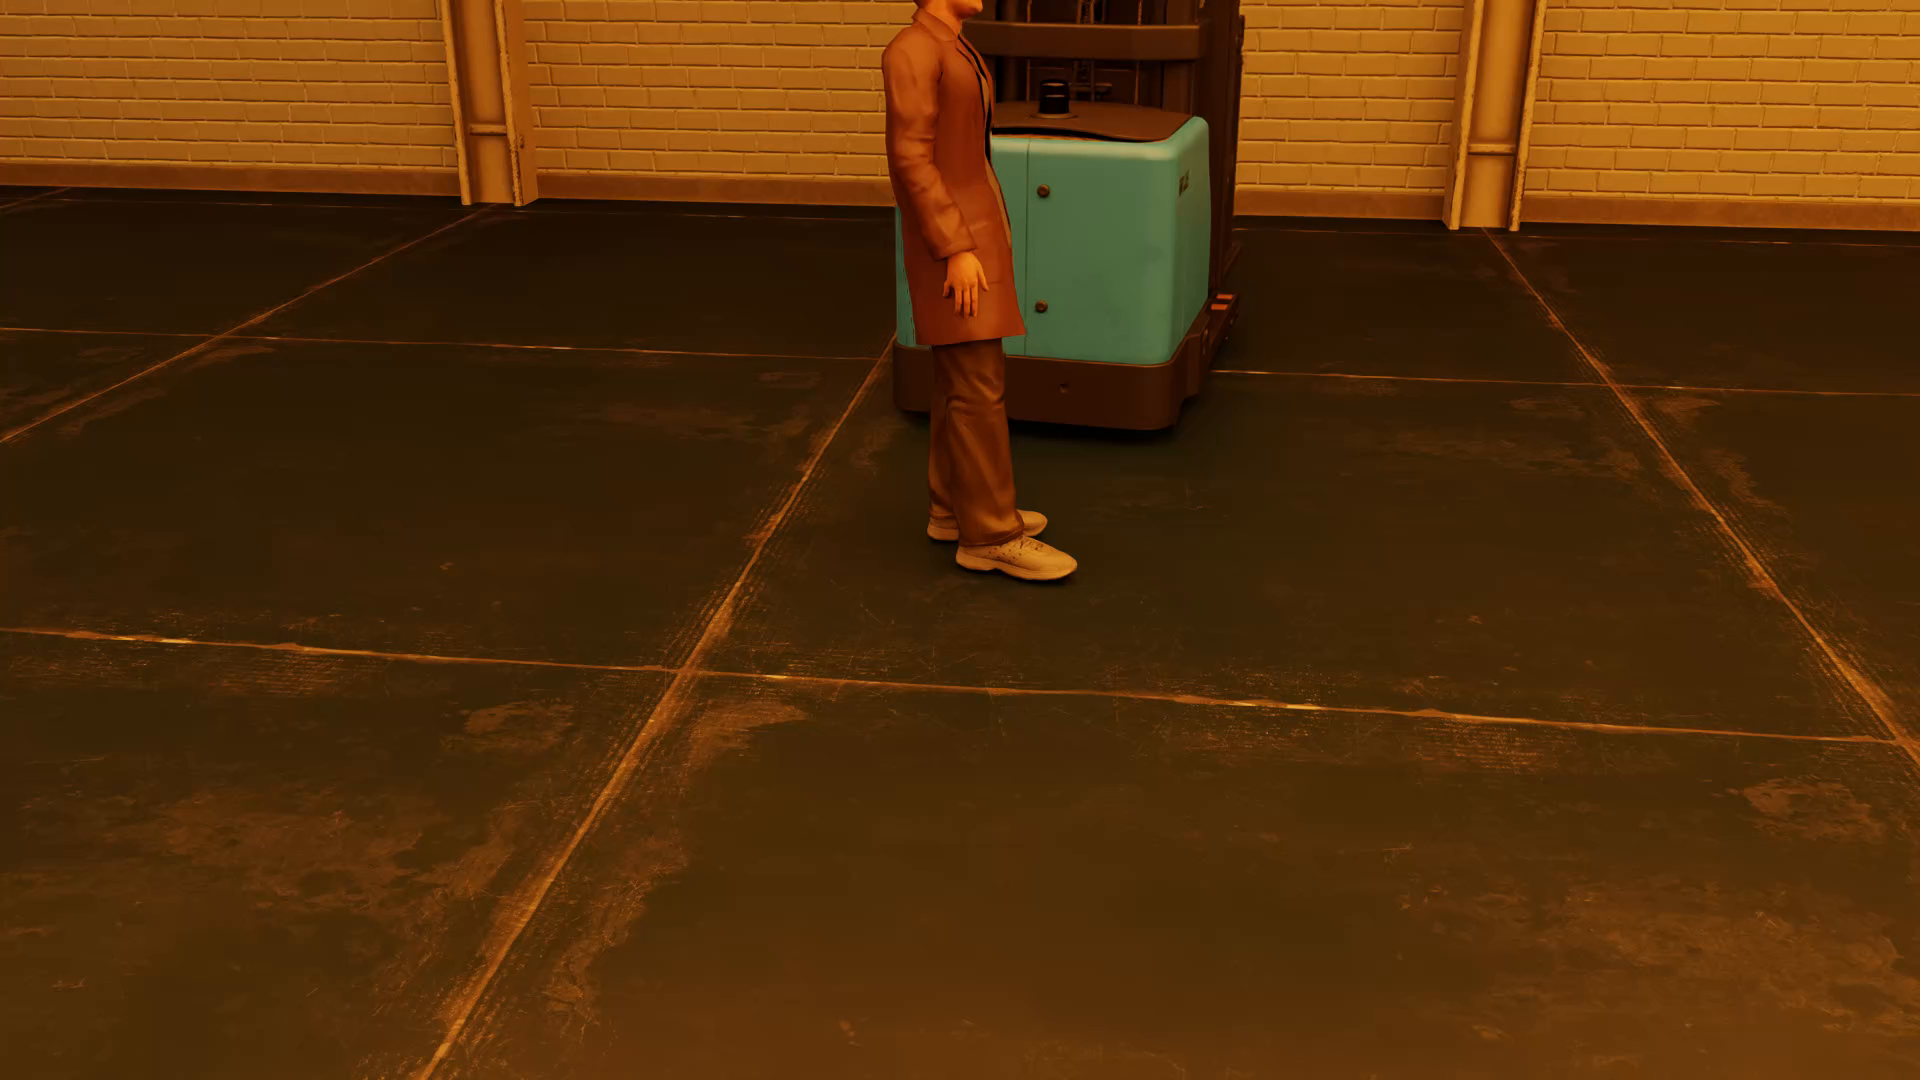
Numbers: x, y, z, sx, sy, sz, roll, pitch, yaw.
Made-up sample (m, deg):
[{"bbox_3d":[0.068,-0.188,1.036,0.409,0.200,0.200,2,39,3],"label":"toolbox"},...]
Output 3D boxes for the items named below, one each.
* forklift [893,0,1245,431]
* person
[{"bbox_3d":[0.642,-2.272,6.895,1.130,2.935,3.031,6,23,15],"label":"forklift"},{"bbox_3d":[0.090,-0.825,4.828,0.581,1.776,0.698,3,22,7],"label":"person"}]
